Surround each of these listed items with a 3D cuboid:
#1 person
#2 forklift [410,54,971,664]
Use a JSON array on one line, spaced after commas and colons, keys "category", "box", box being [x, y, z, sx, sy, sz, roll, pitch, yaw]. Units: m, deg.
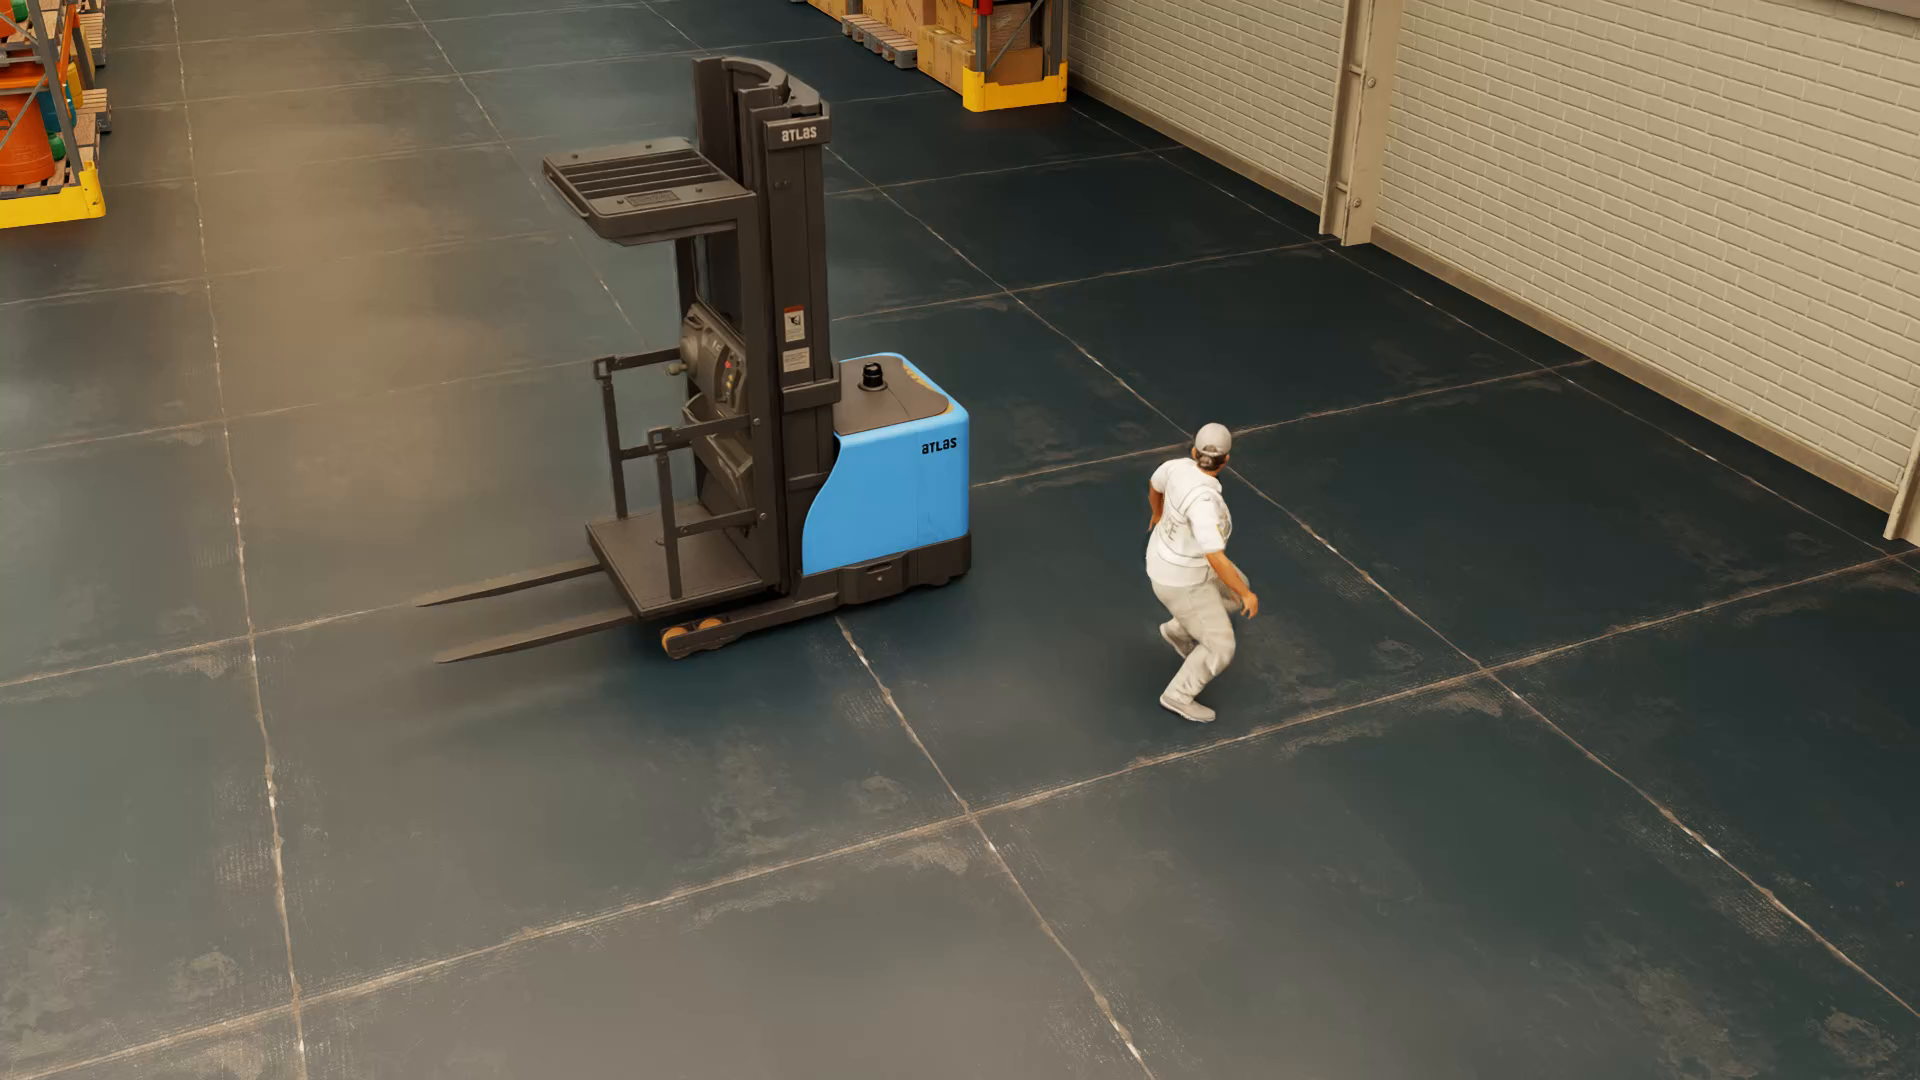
[{"category": "person", "box": [1.202, 0.124, 8.303, 0.556, 1.569, 0.755, 3, 30, 6]}, {"category": "forklift", "box": [-1.488, -0.933, 8.752, 3.031, 2.935, 1.130, -14, 33, -23]}]
